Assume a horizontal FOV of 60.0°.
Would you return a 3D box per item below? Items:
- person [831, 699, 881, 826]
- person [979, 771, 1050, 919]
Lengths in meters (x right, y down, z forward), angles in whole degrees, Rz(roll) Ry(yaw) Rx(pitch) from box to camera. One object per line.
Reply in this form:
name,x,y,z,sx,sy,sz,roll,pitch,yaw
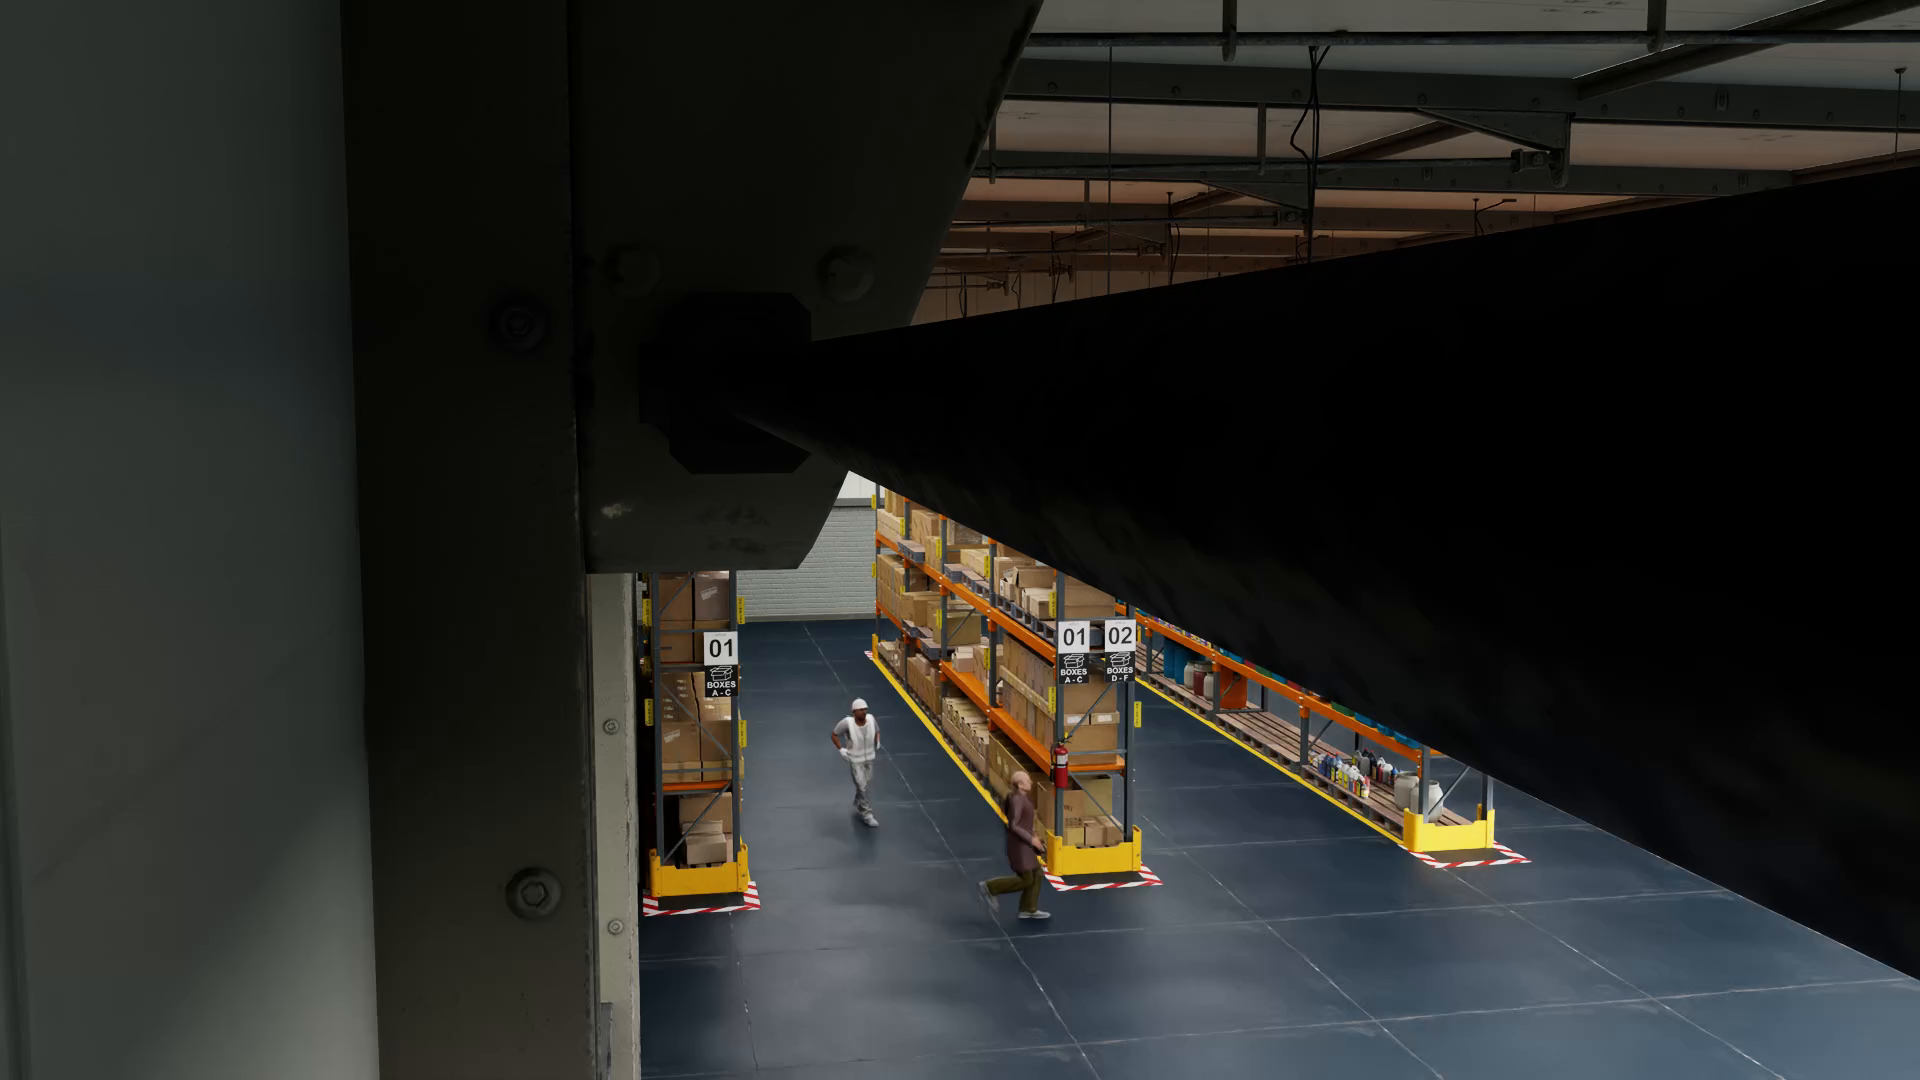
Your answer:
person,-1.423,3.059,23.190,0.691,1.755,0.852,-3,7,-29
person,0.634,3.513,19.139,0.813,1.735,0.721,0,6,4
